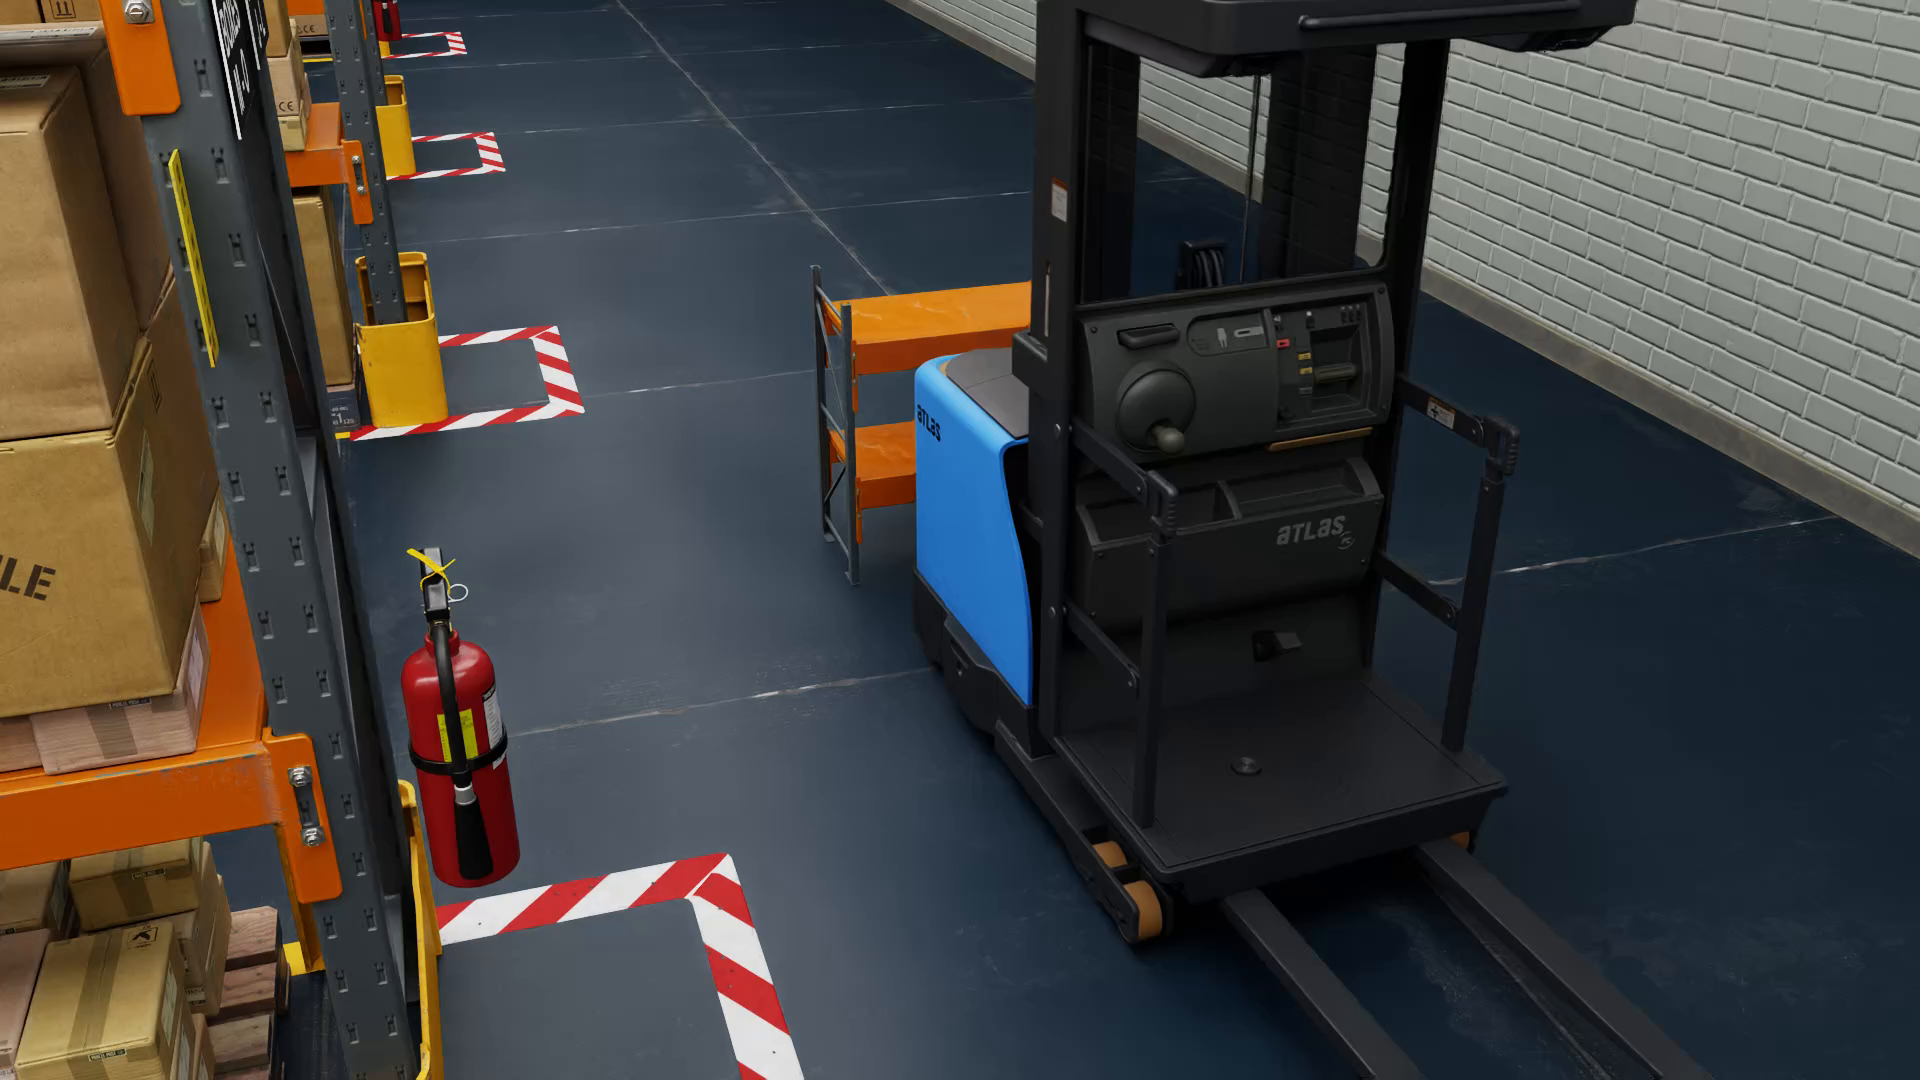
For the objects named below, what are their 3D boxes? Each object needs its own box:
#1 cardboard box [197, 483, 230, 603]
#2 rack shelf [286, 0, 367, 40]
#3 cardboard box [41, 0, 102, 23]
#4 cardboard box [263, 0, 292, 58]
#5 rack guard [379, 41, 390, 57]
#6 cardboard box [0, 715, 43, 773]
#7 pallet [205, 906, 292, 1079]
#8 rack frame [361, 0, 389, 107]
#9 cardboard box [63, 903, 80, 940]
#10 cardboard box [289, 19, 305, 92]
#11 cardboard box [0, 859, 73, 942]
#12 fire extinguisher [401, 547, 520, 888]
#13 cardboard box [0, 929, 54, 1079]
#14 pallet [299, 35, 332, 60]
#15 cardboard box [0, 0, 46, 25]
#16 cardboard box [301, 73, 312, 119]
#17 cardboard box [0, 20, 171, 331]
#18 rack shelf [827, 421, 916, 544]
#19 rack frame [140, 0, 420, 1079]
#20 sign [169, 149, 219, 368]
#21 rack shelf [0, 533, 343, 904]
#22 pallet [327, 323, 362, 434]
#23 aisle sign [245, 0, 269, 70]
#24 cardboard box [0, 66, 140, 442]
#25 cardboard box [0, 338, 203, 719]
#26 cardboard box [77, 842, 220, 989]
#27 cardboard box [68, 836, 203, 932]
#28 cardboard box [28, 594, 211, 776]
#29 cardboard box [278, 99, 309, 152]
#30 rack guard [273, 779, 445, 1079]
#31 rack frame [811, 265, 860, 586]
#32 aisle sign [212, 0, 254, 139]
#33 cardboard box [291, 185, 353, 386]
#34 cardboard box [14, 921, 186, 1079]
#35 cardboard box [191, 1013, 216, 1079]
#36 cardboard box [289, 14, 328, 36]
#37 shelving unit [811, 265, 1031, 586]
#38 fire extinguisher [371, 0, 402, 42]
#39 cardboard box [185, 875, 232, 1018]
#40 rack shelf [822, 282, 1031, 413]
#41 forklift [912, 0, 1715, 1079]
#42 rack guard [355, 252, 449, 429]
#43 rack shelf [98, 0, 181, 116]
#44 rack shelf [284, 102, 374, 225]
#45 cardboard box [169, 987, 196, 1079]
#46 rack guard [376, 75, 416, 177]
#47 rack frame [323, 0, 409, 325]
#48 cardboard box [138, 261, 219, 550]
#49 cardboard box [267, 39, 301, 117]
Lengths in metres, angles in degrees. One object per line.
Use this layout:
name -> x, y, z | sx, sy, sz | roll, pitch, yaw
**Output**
cardboard box -> -1.759, 0.003, 3.652 | 0.250, 0.149, 0.380 | -8, 28, -17
rack shelf -> -6.225, -3.623, 11.483 | 4.000, 0.370, 1.077 | -8, 28, -16
cardboard box -> -3.805, -2.507, 7.418 | 0.500, 0.500, 0.500 | -9, 28, -17
cardboard box -> -3.171, -2.350, 7.101 | 0.500, 0.500, 0.500 | -8, 27, -15
rack guard -> -5.926, -5.185, 16.632 | 0.348, 0.500, 1.175 | -8, 28, -16
cardboard box -> -1.820, 0.280, 3.095 | 0.250, 0.149, 0.380 | -8, 28, -16
pallet -> -2.205, 1.341, 3.811 | 1.213, 0.211, 1.003 | -8, 28, -16
rack frame -> -4.323, -4.220, 11.878 | 0.127, 3.000, 1.000 | -8, 28, -16
cardboard box -> -2.205, 0.918, 3.927 | 0.250, 0.149, 0.380 | -8, 28, -16
cardboard box -> -3.329, -2.240, 7.724 | 0.500, 0.250, 0.500 | -9, 28, -17
cardboard box -> -2.178, 0.825, 3.781 | 0.250, 0.149, 0.380 | -8, 27, -15
fire extinguisher -> -0.967, 0.347, 3.184 | 0.183, 0.674, 0.296 | -8, 28, -16
cardboard box -> -2.031, 0.998, 3.432 | 0.250, 0.149, 0.380 | -8, 27, -15
pallet -> -6.684, -4.945, 16.475 | 1.213, 0.211, 1.003 | -8, 28, -16
cardboard box -> -4.296, -2.433, 7.269 | 0.500, 0.500, 0.500 | -9, 28, -17
cardboard box -> -3.229, -2.104, 7.898 | 0.250, 0.149, 0.380 | -8, 27, -16
cardboard box -> -1.859, -0.691, 3.198 | 0.500, 0.500, 0.500 | -8, 28, -16
rack shelf -> 0.006, -0.286, 6.610 | 1.000, 0.278, 0.538 | -8, 28, -16
rack frame -> -1.350, -0.015, 3.407 | 0.127, 3.000, 1.000 | -8, 28, -16
sign -> -1.197, -0.438, 2.601 | 0.005, 0.325, 0.100 | -8, 28, -16
rack shelf -> -3.251, 0.582, 3.012 | 4.000, 0.370, 1.077 | -8, 28, -16
pallet -> -3.526, -0.734, 7.991 | 1.213, 0.211, 1.003 | -8, 28, -16
aisle sign -> -1.373, -1.316, 3.105 | 0.004, 0.787, 0.394 | -8, 28, -16
cardboard box -> -1.708, -0.473, 2.758 | 0.500, 0.500, 0.500 | -9, 28, -17
cardboard box -> -1.697, -0.022, 2.975 | 0.500, 0.500, 0.500 | -8, 27, -15
cardboard box -> -1.927, 0.904, 3.955 | 0.250, 0.149, 0.380 | -7, 27, -14
cardboard box -> -1.953, 0.736, 3.960 | 0.250, 0.149, 0.380 | -10, 28, -18
cardboard box -> -1.572, 0.262, 3.132 | 0.250, 0.149, 0.380 | -8, 28, -16
cardboard box -> -3.026, -1.825, 7.336 | 0.250, 0.149, 0.380 | -8, 27, -15
rack guard -> -1.422, 1.115, 3.942 | 0.348, 0.500, 1.175 | -8, 28, -16
rack frame -> -0.477, -0.435, 6.361 | 0.032, 1.125, 0.500 | -8, 28, -16
aisle sign -> -1.187, -1.063, 2.594 | 0.004, 0.787, 0.394 | -8, 28, -16
cardboard box -> -3.373, -1.241, 7.793 | 0.875, 0.875, 0.875 | -8, 28, -16
cardboard box -> -1.774, 0.987, 3.453 | 0.250, 0.149, 0.380 | -8, 27, -16
cardboard box -> -1.786, 1.234, 3.624 | 0.250, 0.149, 0.380 | -8, 27, -15
cardboard box -> -6.294, -5.214, 16.195 | 0.500, 0.500, 0.500 | -8, 28, -16
shelving unit -> 0.006, -0.505, 6.502 | 1.048, 1.125, 0.538 | -8, 28, -16
fire extinguisher -> -4.039, -3.847, 11.633 | 0.183, 0.674, 0.296 | -8, 28, -16
cardboard box -> -1.947, 1.010, 4.075 | 0.250, 0.149, 0.380 | -8, 27, -15
rack shelf -> 0.006, -0.767, 6.372 | 1.000, 0.278, 0.538 | -8, 28, -16
forklift -> 0.846, -0.427, 4.314 | 1.130, 2.935, 3.031 | -10, 28, -19
rack guard -> -2.767, -1.010, 8.222 | 0.348, 0.500, 1.175 | -8, 28, -16
rack shelf -> -3.251, -0.761, 2.345 | 4.000, 0.370, 1.077 | -8, 28, -16
rack shelf -> -4.691, -1.529, 7.265 | 4.000, 0.370, 1.077 | -8, 28, -16
cardboard box -> -1.763, 1.134, 3.492 | 0.250, 0.149, 0.380 | -9, 28, -17
rack guard -> -4.304, -3.110, 12.451 | 0.348, 0.500, 1.175 | -8, 28, -16
rack frame -> -2.789, -2.126, 7.660 | 0.127, 3.000, 1.000 | -8, 28, -16
cardboard box -> -1.862, -0.248, 3.430 | 0.500, 0.500, 0.500 | -7, 27, -14
cardboard box -> -3.168, -2.013, 7.266 | 0.500, 0.250, 0.500 | -9, 28, -17
